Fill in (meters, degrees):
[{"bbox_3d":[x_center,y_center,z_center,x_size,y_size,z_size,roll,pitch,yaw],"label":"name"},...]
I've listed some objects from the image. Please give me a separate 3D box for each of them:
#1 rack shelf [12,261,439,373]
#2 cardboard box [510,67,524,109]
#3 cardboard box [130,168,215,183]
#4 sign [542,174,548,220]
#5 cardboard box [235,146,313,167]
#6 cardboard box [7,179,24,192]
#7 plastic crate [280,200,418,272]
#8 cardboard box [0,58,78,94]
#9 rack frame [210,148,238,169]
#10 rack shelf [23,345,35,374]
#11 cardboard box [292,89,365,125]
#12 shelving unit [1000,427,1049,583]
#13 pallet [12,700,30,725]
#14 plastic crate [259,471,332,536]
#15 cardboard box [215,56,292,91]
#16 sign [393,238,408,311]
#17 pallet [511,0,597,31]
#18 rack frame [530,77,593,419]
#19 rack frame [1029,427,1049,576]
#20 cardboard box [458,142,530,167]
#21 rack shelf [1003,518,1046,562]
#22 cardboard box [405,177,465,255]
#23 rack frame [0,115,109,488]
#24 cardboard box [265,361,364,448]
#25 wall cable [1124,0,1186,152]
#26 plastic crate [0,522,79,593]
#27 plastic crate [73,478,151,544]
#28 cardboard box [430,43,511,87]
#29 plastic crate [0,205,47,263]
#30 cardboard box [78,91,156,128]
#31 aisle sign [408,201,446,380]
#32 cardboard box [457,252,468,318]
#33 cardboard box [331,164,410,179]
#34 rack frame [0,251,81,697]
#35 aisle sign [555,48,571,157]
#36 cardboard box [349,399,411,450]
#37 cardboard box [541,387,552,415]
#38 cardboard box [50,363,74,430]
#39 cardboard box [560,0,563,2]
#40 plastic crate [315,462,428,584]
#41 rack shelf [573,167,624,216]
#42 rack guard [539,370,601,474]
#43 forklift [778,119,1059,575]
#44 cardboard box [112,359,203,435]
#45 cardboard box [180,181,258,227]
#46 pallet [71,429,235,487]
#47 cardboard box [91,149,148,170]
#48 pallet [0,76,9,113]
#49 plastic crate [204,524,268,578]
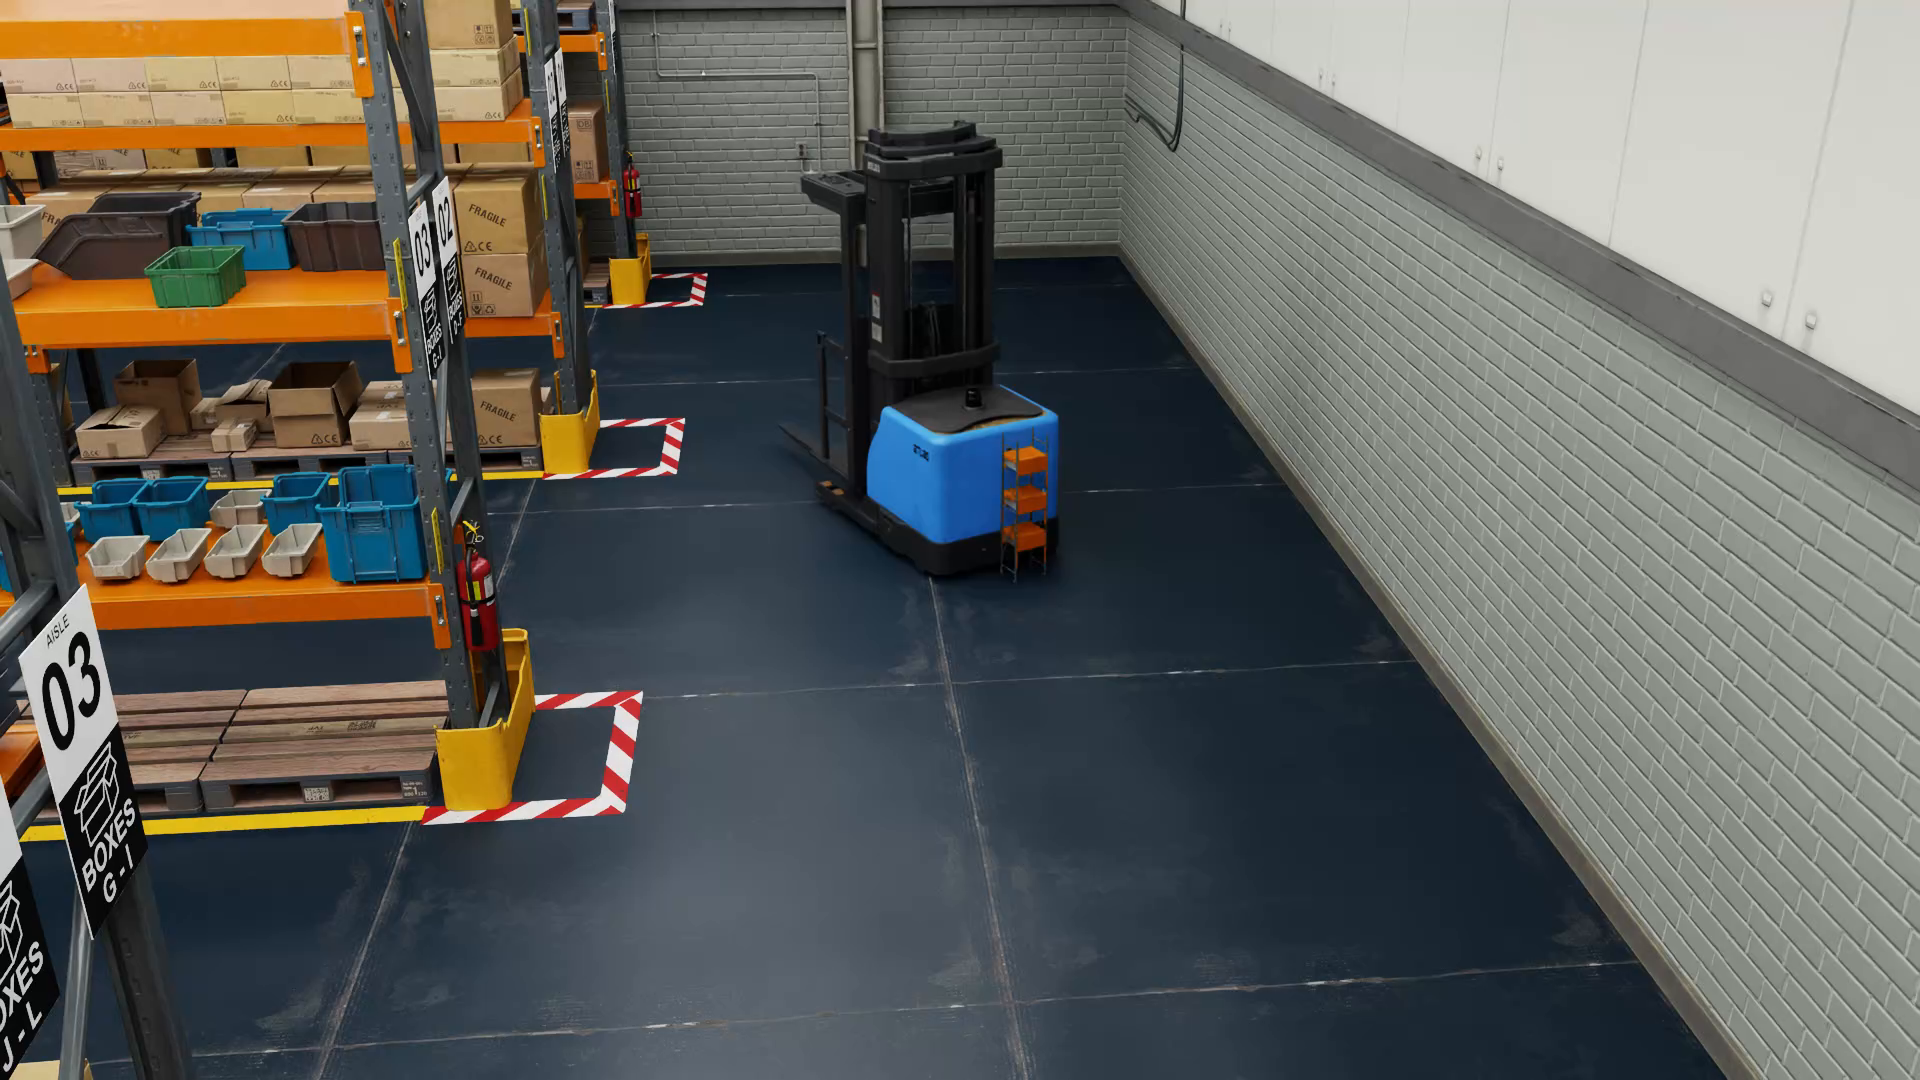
[{"bbox_3d":[-4.680,-1.104,8.234,4.000,0.370,1.077,-2,24,-5],"label":"rack shelf"},{"bbox_3d":[-3.709,-3.529,12.988,0.500,0.250,0.500,-2,24,-5],"label":"cardboard box"},{"bbox_3d":[-6.166,-2.634,13.128,0.500,0.500,0.500,-3,24,-6],"label":"cardboard box"},{"bbox_3d":[-3.138,-2.593,12.576,0.005,0.325,0.100,-2,24,-5],"label":"sign"},{"bbox_3d":[-7.103,-4.139,17.500,0.700,0.700,0.980,-2,24,-4],"label":"cardboard box"},{"bbox_3d":[-9.749,-3.707,17.181,0.250,0.149,0.380,-2,24,-5],"label":"cardboard box"},{"bbox_3d":[-3.100,-1.550,8.513,0.590,0.269,0.497,-2,24,-5],"label":"plastic crate"},{"bbox_3d":[-6.645,-3.434,12.160,0.500,0.250,0.500,-2,24,-5],"label":"cardboard box"},{"bbox_3d":[-7.644,-3.987,17.527,0.127,3.000,1.000,-2,24,-5],"label":"rack frame"},{"bbox_3d":[-9.144,-1.576,12.989,4.000,0.370,1.077,-2,24,-5],"label":"rack shelf"},{"bbox_3d":[-4.653,-3.279,12.425,0.500,0.250,0.500,-2,24,-5],"label":"cardboard box"},{"bbox_3d":[0.443,-0.238,11.492,0.252,1.050,0.215,-14,27,-28],"label":"shelving unit"},{"bbox_3d":[-5.942,1.247,9.185,1.213,0.211,1.003,-2,24,-5],"label":"pallet"},{"bbox_3d":[-3.623,-0.190,9.117,0.300,0.233,0.416,-2,24,-5],"label":"plastic crate"},{"bbox_3d":[-5.151,-3.490,12.286,0.500,0.250,0.500,-2,24,-5],"label":"cardboard box"},{"bbox_3d":[-2.619,-1.243,7.790,0.005,0.325,0.100,-2,24,-5],"label":"sign"},{"bbox_3d":[-4.401,-5.443,17.218,1.213,0.211,1.003,-2,24,-5],"label":"pallet"},{"bbox_3d":[-3.173,-2.144,13.381,0.127,3.000,1.000,-2,24,-5],"label":"rack frame"},{"bbox_3d":[0.547,-0.263,11.550,0.008,1.050,0.200,-14,27,-28],"label":"rack frame"},{"bbox_3d":[-4.893,-4.226,17.695,0.700,0.700,0.980,-2,24,-6],"label":"cardboard box"},{"bbox_3d":[0.443,0.026,11.610,0.240,0.259,0.215,-14,27,-28],"label":"rack shelf"},{"bbox_3d":[-4.091,-2.498,12.822,0.500,0.500,0.500,-2,24,-4],"label":"cardboard box"},{"bbox_3d":[-7.153,-1.985,13.022,0.127,3.000,1.000,-2,24,-5],"label":"rack frame"},{"bbox_3d":[-5.284,-1.122,13.613,0.637,0.503,0.797,-2,24,-5],"label":"cardboard box"},{"bbox_3d":[2.000,-5.550,17.481,0.112,2.526,3.097,-2,24,-5],"label":"wall cable"},{"bbox_3d":[-4.708,0.093,8.481,0.300,0.233,0.416,-2,24,-5],"label":"plastic crate"},{"bbox_3d":[-4.577,-0.152,9.030,0.300,0.233,0.416,-2,24,-5],"label":"plastic crate"},{"bbox_3d":[-3.659,-3.551,12.423,0.500,0.250,0.500,-2,24,-5],"label":"cardboard box"},{"bbox_3d":[-4.926,-1.495,8.373,0.530,0.282,0.437,-2,24,-5],"label":"plastic crate"},{"bbox_3d":[-6.147,-3.225,12.303,0.500,0.250,0.500,-2,24,-5],"label":"cardboard box"},{"bbox_3d":[-2.589,-1.214,8.089,0.004,0.787,0.394,-2,24,-5],"label":"aisle sign"},{"bbox_3d":[-4.108,-2.040,13.024,0.500,0.500,0.500,-2,24,-5],"label":"cardboard box"},{"bbox_3d":[-4.658,-2.694,13.264,0.500,0.500,0.500,-2,24,-4],"label":"cardboard box"},{"bbox_3d":[-2.203,-0.882,3.154,0.127,3.000,1.000,-2,24,-5],"label":"rack frame"},{"bbox_3d":[-3.134,-3.454,13.127,0.004,0.787,0.394,-2,24,-5],"label":"aisle sign"},{"bbox_3d":[-4.638,-0.942,13.520,0.500,0.250,0.500,-2,24,-5],"label":"cardboard box"},{"bbox_3d":[-3.623,-1.165,14.146,0.250,0.149,0.380,-2,24,-5],"label":"cardboard box"},{"bbox_3d":[-7.659,-1.123,13.619,0.500,0.500,0.500,-3,24,-8],"label":"cardboard box"},{"bbox_3d":[-4.414,-5.756,17.359,0.500,0.250,0.500,-1,24,-2],"label":"cardboard box"},{"bbox_3d":[-3.005,-0.097,8.657,0.499,0.435,0.616,-2,24,-5],"label":"plastic crate"},{"bbox_3d":[-5.654,-3.738,17.852,4.000,0.370,1.077,-2,24,-5],"label":"rack shelf"},{"bbox_3d":[-3.248,-0.999,13.882,0.348,0.500,1.175,-2,24,-5],"label":"rack guard"},{"bbox_3d":[-0.471,-1.650,12.353,1.130,2.935,3.031,-13,27,-28],"label":"forklift"},{"bbox_3d":[-6.614,-1.181,13.750,0.500,0.500,0.500,-2,24,-5],"label":"cardboard box"},{"bbox_3d":[-5.632,-2.433,12.678,0.500,0.500,0.500,-3,24,-7],"label":"cardboard box"},{"bbox_3d":[-6.470,-0.737,13.649,1.213,0.211,1.003,-2,24,-5],"label":"pallet"},{"bbox_3d":[-8.585,-4.033,17.116,0.500,0.500,0.500,-2,24,-5],"label":"cardboard box"},{"bbox_3d":[-7.809,-3.272,12.456,1.003,0.211,1.213,-2,24,-5],"label":"pallet"},{"bbox_3d":[-3.773,0.062,8.667,0.243,0.136,0.396,-2,24,-5],"label":"plastic crate"}]
